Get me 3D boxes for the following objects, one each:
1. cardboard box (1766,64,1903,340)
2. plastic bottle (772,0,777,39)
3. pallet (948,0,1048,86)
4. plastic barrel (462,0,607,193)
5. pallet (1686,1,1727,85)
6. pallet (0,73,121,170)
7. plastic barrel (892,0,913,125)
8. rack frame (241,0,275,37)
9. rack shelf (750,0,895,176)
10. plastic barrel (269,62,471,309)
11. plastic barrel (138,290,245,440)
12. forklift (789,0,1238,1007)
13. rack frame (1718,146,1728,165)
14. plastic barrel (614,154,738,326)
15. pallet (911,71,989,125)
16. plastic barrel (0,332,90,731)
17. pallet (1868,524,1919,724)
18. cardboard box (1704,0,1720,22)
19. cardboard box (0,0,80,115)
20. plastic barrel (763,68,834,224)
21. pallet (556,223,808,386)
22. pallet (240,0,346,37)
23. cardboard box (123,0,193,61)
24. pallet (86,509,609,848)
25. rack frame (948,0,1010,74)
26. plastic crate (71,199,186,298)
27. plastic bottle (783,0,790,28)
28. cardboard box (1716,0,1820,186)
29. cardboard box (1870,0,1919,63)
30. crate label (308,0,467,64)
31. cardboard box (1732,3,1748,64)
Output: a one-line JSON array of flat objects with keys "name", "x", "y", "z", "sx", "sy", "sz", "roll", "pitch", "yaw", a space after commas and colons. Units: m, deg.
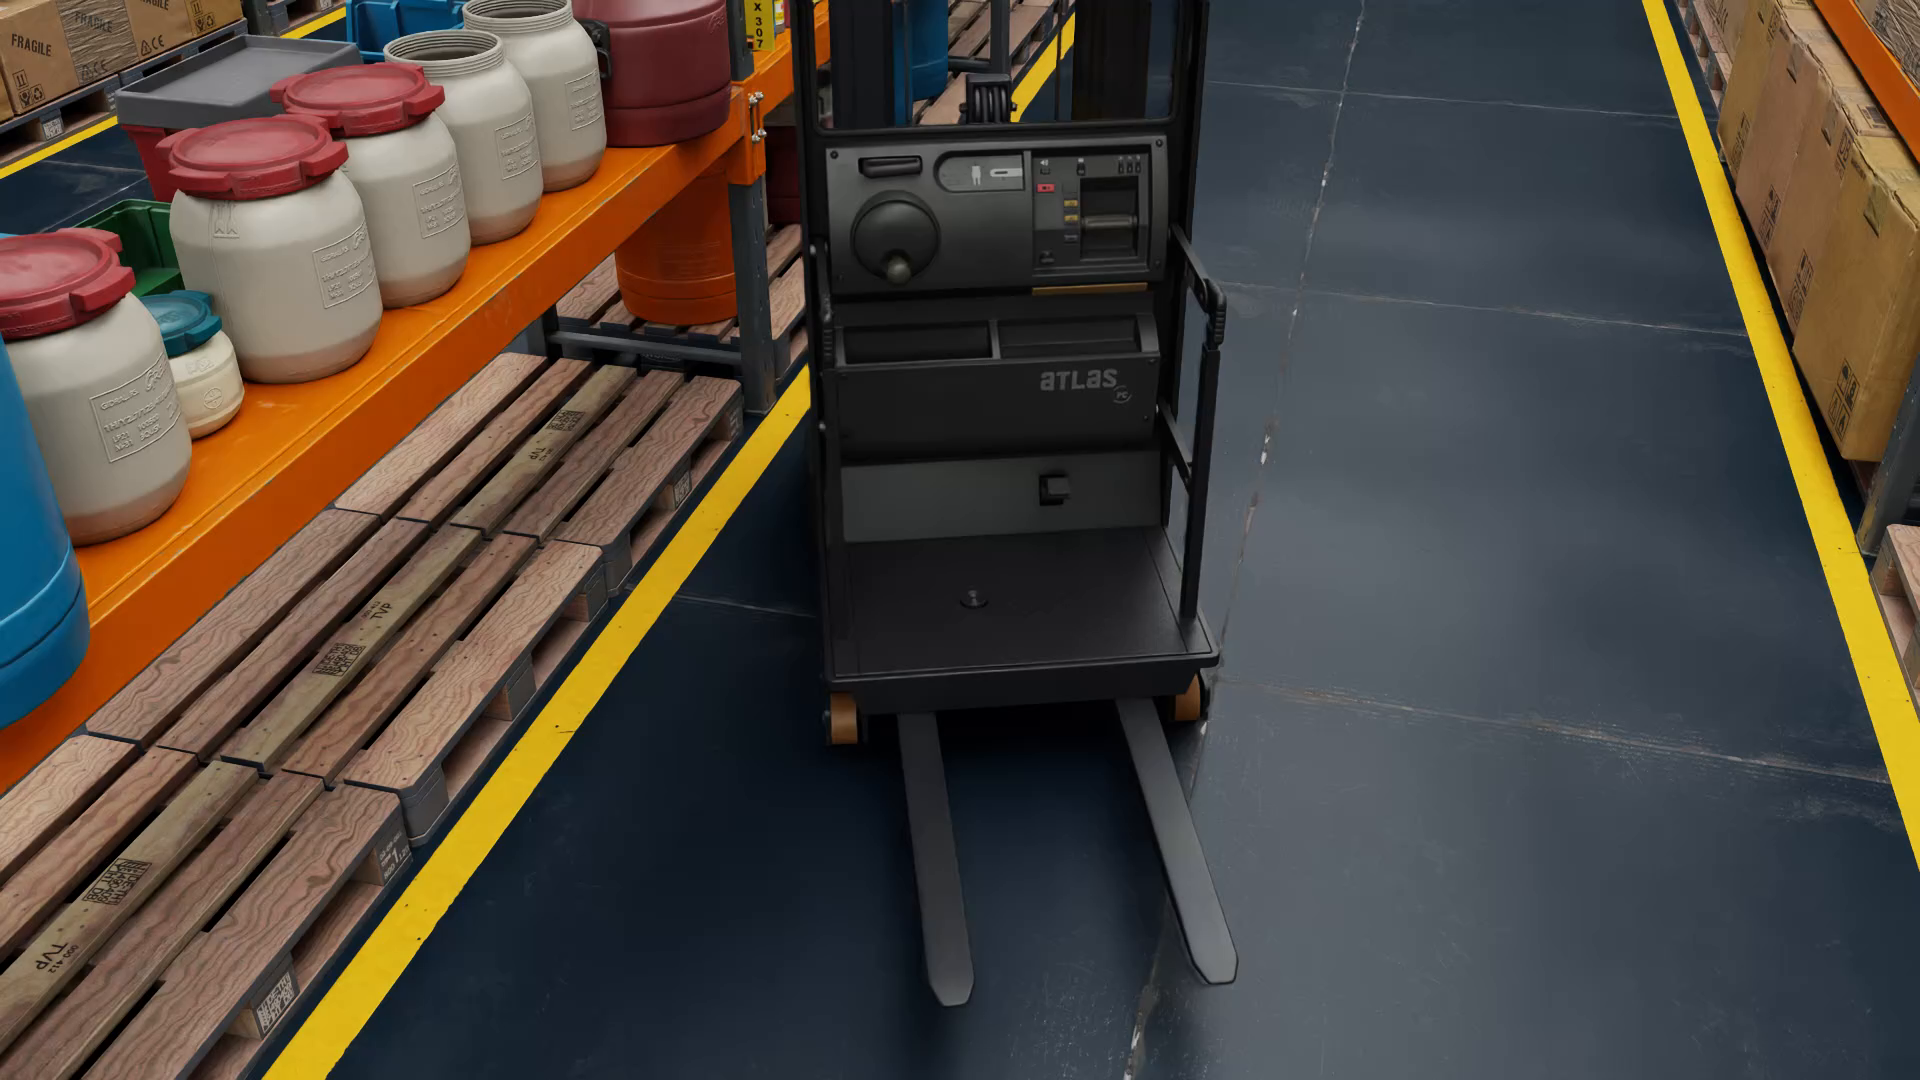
[{"name": "cardboard box", "x": 3.994, "y": -1.269, "z": 6.539, "sx": 1.225, "sy": 0.875, "sz": 0.875, "roll": 8, "pitch": 33, "yaw": 13}, {"name": "plastic bottle", "x": -0.747, "y": -2.028, "z": 6.264, "sx": 0.097, "sy": 0.271, "sz": 0.097, "roll": 0, "pitch": 32, "yaw": 0}, {"name": "pallet", "x": -0.062, "y": -3.131, "z": 10.479, "sx": 1.003, "sy": 0.211, "sz": 1.213, "roll": 8, "pitch": 33, "yaw": 12}, {"name": "plastic barrel", "x": -1.280, "y": -1.330, "z": 4.942, "sx": 0.421, "sy": 0.512, "sz": 0.421, "roll": 0, "pitch": 32, "yaw": 0}, {"name": "pallet", "x": 5.156, "y": -3.089, "z": 10.413, "sx": 1.003, "sy": 0.211, "sz": 1.213, "roll": 8, "pitch": 33, "yaw": 12}, {"name": "pallet", "x": -5.478, "y": -2.358, "z": 9.263, "sx": 1.003, "sy": 0.211, "sz": 1.213, "roll": 8, "pitch": 33, "yaw": 12}, {"name": "plastic barrel", "x": -0.545, "y": -2.565, "z": 8.554, "sx": 0.600, "sy": 0.901, "sz": 0.708, "roll": 8, "pitch": 33, "yaw": 12}, {"name": "rack frame", "x": -5.001, "y": -4.598, "z": 10.186, "sx": 1.000, "sy": 3.000, "sz": 0.127, "roll": 8, "pitch": 33, "yaw": 12}, {"name": "rack shelf", "x": -0.718, "y": -2.580, "z": 7.683, "sx": 1.077, "sy": 0.370, "sz": 4.000, "roll": 8, "pitch": 33, "yaw": 12}, {"name": "plastic barrel", "x": -1.490, "y": -0.899, "z": 4.242, "sx": 0.433, "sy": 0.535, "sz": 0.433, "roll": 0, "pitch": 32, "yaw": 0}, {"name": "plastic barrel", "x": -1.756, "y": -0.377, "z": 3.677, "sx": 0.301, "sy": 0.262, "sz": 0.301, "roll": 0, "pitch": 32, "yaw": 0}, {"name": "forklift", "x": 0.130, "y": -0.838, "z": 4.336, "sx": 1.130, "sy": 2.935, "sz": 3.031, "roll": -3, "pitch": 33, "yaw": -5}, {"name": "rack frame", "x": 4.580, "y": -3.247, "z": 8.061, "sx": 1.000, "sy": 3.000, "sz": 0.127, "roll": 8, "pitch": 33, "yaw": 12}, {"name": "plastic barrel", "x": -1.118, "y": -1.363, "z": 6.730, "sx": 0.600, "sy": 0.830, "sz": 0.708, "roll": 8, "pitch": 33, "yaw": 12}, {"name": "pallet", "x": -0.447, "y": -2.350, "z": 9.249, "sx": 1.003, "sy": 0.211, "sz": 1.213, "roll": 8, "pitch": 33, "yaw": 12}, {"name": "plastic barrel", "x": -1.850, "y": -0.141, "z": 2.708, "sx": 0.600, "sy": 0.901, "sz": 0.708, "roll": 8, "pitch": 33, "yaw": 12}, {"name": "pallet", "x": 3.365, "y": 0.411, "z": 4.907, "sx": 1.003, "sy": 0.211, "sz": 1.213, "roll": 8, "pitch": 33, "yaw": 12}, {"name": "cardboard box", "x": 5.279, "y": -3.788, "z": 10.502, "sx": 0.875, "sy": 0.875, "sz": 0.875, "roll": 8, "pitch": 33, "yaw": 12}, {"name": "cardboard box", "x": -5.237, "y": -2.654, "z": 9.048, "sx": 0.500, "sy": 0.500, "sz": 0.500, "roll": 7, "pitch": 33, "yaw": 11}, {"name": "plastic barrel", "x": -0.831, "y": -1.847, "z": 7.716, "sx": 0.600, "sy": 0.588, "sz": 0.708, "roll": 8, "pitch": 33, "yaw": 12}, {"name": "pallet", "x": -1.066, "y": -1.084, "z": 7.258, "sx": 1.003, "sy": 0.211, "sz": 1.213, "roll": 8, "pitch": 33, "yaw": 12}, {"name": "pallet", "x": -4.826, "y": -3.777, "z": 11.495, "sx": 1.003, "sy": 0.211, "sz": 1.213, "roll": 8, "pitch": 33, "yaw": 12}, {"name": "cardboard box", "x": -4.982, "y": -3.178, "z": 9.873, "sx": 0.500, "sy": 0.500, "sz": 0.500, "roll": 8, "pitch": 33, "yaw": 13}, {"name": "pallet", "x": -1.771, "y": 0.359, "z": 4.988, "sx": 1.003, "sy": 0.211, "sz": 1.213, "roll": 8, "pitch": 33, "yaw": 12}, {"name": "rack frame", "x": -0.211, "y": -3.921, "z": 9.122, "sx": 1.000, "sy": 3.000, "sz": 0.127, "roll": 8, "pitch": 33, "yaw": 12}, {"name": "plastic crate", "x": -2.072, "y": -0.623, "z": 4.131, "sx": 0.450, "sy": 0.188, "sz": 0.662, "roll": 8, "pitch": 33, "yaw": 12}, {"name": "plastic bottle", "x": -0.676, "y": -2.141, "z": 6.431, "sx": 0.061, "sy": 0.283, "sz": 0.133, "roll": 8, "pitch": 33, "yaw": 12}, {"name": "cardboard box", "x": 4.437, "y": -2.193, "z": 7.992, "sx": 1.225, "sy": 0.875, "sz": 0.875, "roll": 8, "pitch": 33, "yaw": 13}, {"name": "cardboard box", "x": 3.712, "y": -2.031, "z": 6.056, "sx": 0.500, "sy": 0.500, "sz": 0.500, "roll": 7, "pitch": 33, "yaw": 11}, {"name": "crate label", "x": -1.739, "y": -1.382, "z": 5.095, "sx": 0.502, "sy": 0.435, "sz": 0.616, "roll": 8, "pitch": 33, "yaw": 12}, {"name": "cardboard box", "x": 4.825, "y": -2.859, "z": 9.040, "sx": 0.875, "sy": 0.875, "sz": 0.875, "roll": 8, "pitch": 33, "yaw": 12}]
